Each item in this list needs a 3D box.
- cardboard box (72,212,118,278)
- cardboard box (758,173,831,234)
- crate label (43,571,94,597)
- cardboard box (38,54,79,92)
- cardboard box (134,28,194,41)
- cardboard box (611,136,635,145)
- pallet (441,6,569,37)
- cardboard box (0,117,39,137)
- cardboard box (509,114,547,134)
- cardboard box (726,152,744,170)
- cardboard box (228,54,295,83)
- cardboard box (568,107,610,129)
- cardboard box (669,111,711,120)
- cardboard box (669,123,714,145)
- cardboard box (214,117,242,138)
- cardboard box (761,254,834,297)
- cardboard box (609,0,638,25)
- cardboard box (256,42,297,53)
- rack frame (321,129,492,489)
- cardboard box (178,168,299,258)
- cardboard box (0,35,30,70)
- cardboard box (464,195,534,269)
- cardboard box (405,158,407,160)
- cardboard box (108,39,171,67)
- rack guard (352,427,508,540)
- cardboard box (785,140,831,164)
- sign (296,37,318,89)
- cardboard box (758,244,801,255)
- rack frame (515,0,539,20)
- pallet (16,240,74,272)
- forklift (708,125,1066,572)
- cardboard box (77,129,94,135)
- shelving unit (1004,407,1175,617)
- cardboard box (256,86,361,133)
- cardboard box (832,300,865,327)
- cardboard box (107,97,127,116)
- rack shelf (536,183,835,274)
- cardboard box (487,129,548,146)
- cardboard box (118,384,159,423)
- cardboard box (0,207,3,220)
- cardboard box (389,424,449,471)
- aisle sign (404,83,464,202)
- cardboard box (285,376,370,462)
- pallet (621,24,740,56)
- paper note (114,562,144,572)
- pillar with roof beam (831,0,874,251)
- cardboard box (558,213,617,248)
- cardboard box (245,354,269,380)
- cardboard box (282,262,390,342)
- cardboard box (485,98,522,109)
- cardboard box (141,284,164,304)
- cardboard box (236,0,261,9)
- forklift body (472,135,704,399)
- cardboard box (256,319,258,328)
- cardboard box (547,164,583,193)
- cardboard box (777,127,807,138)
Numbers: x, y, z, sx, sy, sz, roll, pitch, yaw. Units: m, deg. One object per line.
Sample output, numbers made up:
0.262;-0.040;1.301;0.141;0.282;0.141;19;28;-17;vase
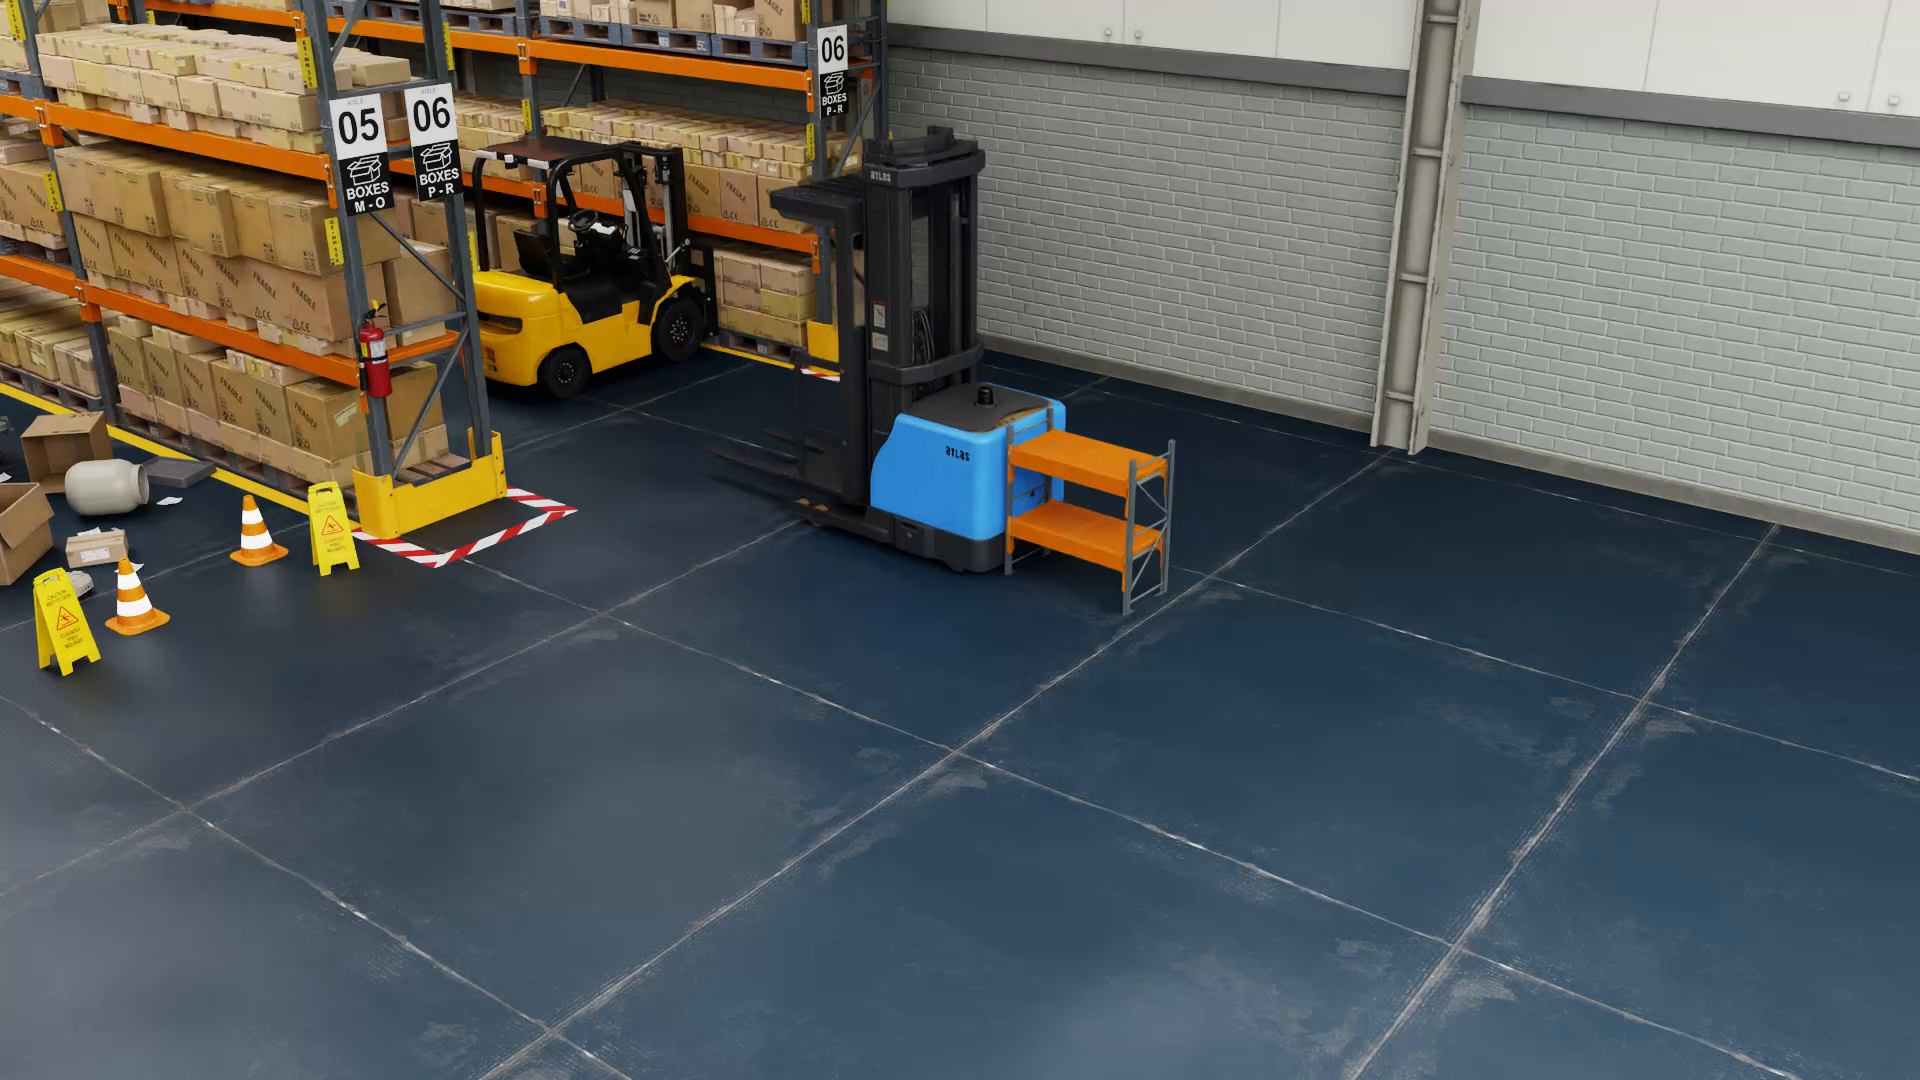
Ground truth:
-7.016;-2.527;13.924;0.500;0.500;0.500;17;29;33;cardboard box
-1.578;-3.257;15.949;0.500;0.500;0.500;16;28;32;cardboard box
-6.178;0.318;11.510;0.298;0.136;0.250;3;24;6;crate label
-7.013;-3.787;13.373;0.500;0.250;0.500;16;28;32;cardboard box
-6.408;-4.028;13.426;0.250;0.149;0.380;18;29;35;cardboard box
-3.335;-4.061;16.970;0.250;0.149;0.380;16;29;33;cardboard box
-4.941;-5.639;17.995;1.217;0.209;0.805;16;28;31;pallet
-8.924;-3.875;15.658;0.250;0.149;0.380;15;28;31;cardboard box
-4.634;-4.498;17.960;0.250;0.149;0.380;18;29;35;cardboard box
-2.057;-3.711;16.175;0.250;0.149;0.380;17;29;33;cardboard box
-5.019;-3.392;11.982;0.250;0.149;0.380;17;29;34;cardboard box
-3.876;-4.422;17.419;0.250;0.149;0.380;17;29;34;cardboard box
-2.785;-4.323;17.195;0.250;0.149;0.380;16;29;33;cardboard box
-2.671;-4.043;16.560;0.250;0.149;0.380;17;29;34;cardboard box
-5.255;-3.081;12.264;0.250;0.149;0.380;17;29;33;cardboard box
-1.582;-2.579;16.184;0.500;0.250;0.500;18;29;35;cardboard box
-3.222;-5.237;16.367;0.258;0.266;0.396;16;28;32;cardboard box
-5.109;-3.688;12.654;0.250;0.149;0.380;18;29;35;cardboard box
-4.001;-1.575;12.254;0.127;3.000;1.000;17;29;33;rack frame
-5.411;-2.482;12.581;0.500;0.500;0.700;16;29;33;cardboard box
-7.756;-4.133;14.005;0.500;0.250;0.500;16;28;32;cardboard box
-5.268;-3.562;19.190;0.625;0.625;0.875;16;29;33;cardboard box
-6.404;-4.611;19.332;0.500;0.250;0.500;16;28;32;cardboard box
-6.291;-3.747;12.787;0.250;0.149;0.380;16;28;32;cardboard box
-4.061;-0.449;12.800;0.348;0.500;1.175;17;29;33;rack guard
-1.440;-3.674;15.722;0.250;0.149;0.380;17;29;33;cardboard box
-4.349;-3.178;11.076;0.005;0.325;0.100;17;29;33;sign
-1.700;-2.865;16.833;0.500;0.250;0.500;17;29;33;cardboard box
-4.227;-6.890;16.877;0.127;3.000;1.000;17;29;33;rack frame
-7.726;-2.686;15.014;1.213;0.211;1.003;17;29;33;pallet
-0.677;-1.584;12.361;3.031;2.935;1.130;18;30;36;forklift
-12.736;-5.697;24.189;0.500;0.500;0.700;18;30;35;cardboard box
0.880;-0.209;11.480;1.048;1.125;0.538;18;30;36;shelving unit
-4.572;-3.052;11.703;0.500;0.250;0.500;16;29;33;cardboard box
-1.302;-2.293;16.774;0.500;0.250;0.500;17;29;34;cardboard box
-6.482;-3.466;13.139;0.250;0.149;0.380;18;29;35;cardboard box
-2.627;-3.331;17.134;4.000;0.370;1.077;17;29;33;rack shelf
-4.774;-4.341;18.098;0.500;0.250;0.500;16;28;32;cardboard box
-6.891;-1.246;14.398;0.500;0.250;0.500;15;28;31;cardboard box
-8.516;-3.200;14.929;0.500;0.500;0.500;18;29;35;cardboard box
-4.480;-0.793;13.369;0.500;0.250;0.500;17;29;33;cardboard box
-3.765;-2.849;11.923;0.004;0.787;0.394;17;29;33;aisle sign
-4.798;-0.961;12.822;0.500;0.500;0.500;17;29;34;cardboard box
-2.557;-4.983;16.380;1.213;0.211;1.003;17;29;33;pallet
-5.951;0.198;11.914;0.142;0.019;0.148;7;25;15;paper note
-3.625;-4.993;12.571;0.400;9.000;9.100;17;29;33;pillar with roof beam
-4.028;-3.318;17.859;0.500;0.250;0.500;16;29;33;cardboard box
-5.331;-1.387;12.983;0.250;0.149;0.380;17;29;34;cardboard box
-4.600;-1.799;12.270;0.500;0.500;0.500;16;29;32;cardboard box
-5.163;-4.907;18.889;0.250;0.149;0.380;17;29;33;cardboard box
-6.501;-2.078;13.707;0.250;0.149;0.380;18;29;35;cardboard box
-8.387;-6.583;20.086;0.500;0.250;0.500;17;29;33;cardboard box
-3.638;-2.659;15.767;1.214;2.155;2.313;17;29;33;forklift body
-5.234;-1.735;12.930;0.250;0.149;0.380;17;29;34;cardboard box
-4.029;-3.999;17.632;0.500;0.500;0.500;16;28;32;cardboard box
-1.576;-3.939;16.324;0.250;0.149;0.380;17;29;34;cardboard box
